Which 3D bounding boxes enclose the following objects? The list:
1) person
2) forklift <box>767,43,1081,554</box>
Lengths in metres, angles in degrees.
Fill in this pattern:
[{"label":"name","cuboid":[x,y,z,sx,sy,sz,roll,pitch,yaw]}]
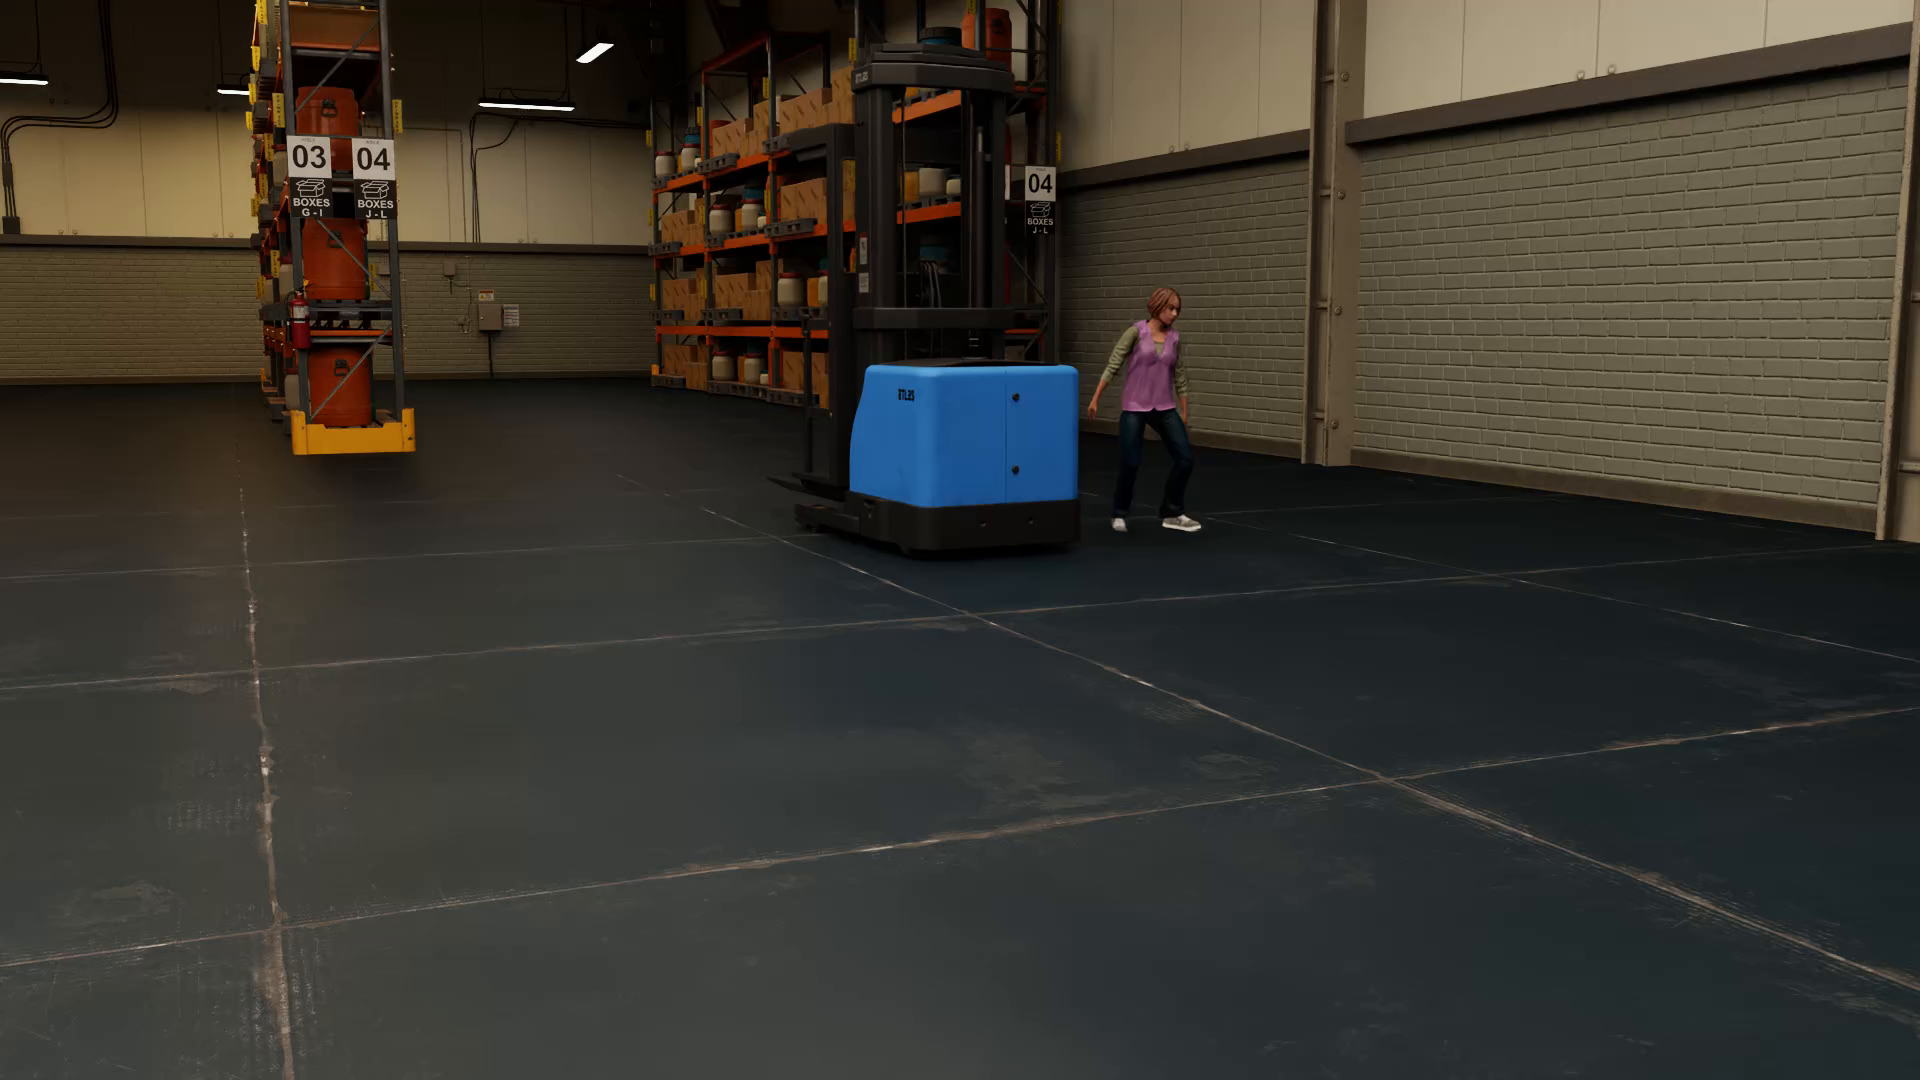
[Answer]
[{"label":"person","cuboid":[1.161,-0.801,10.527,0.725,1.567,0.418,-2,8,-11]},{"label":"forklift","cuboid":[-0.410,-1.527,10.519,1.130,2.935,3.031,-4,8,-26]}]
